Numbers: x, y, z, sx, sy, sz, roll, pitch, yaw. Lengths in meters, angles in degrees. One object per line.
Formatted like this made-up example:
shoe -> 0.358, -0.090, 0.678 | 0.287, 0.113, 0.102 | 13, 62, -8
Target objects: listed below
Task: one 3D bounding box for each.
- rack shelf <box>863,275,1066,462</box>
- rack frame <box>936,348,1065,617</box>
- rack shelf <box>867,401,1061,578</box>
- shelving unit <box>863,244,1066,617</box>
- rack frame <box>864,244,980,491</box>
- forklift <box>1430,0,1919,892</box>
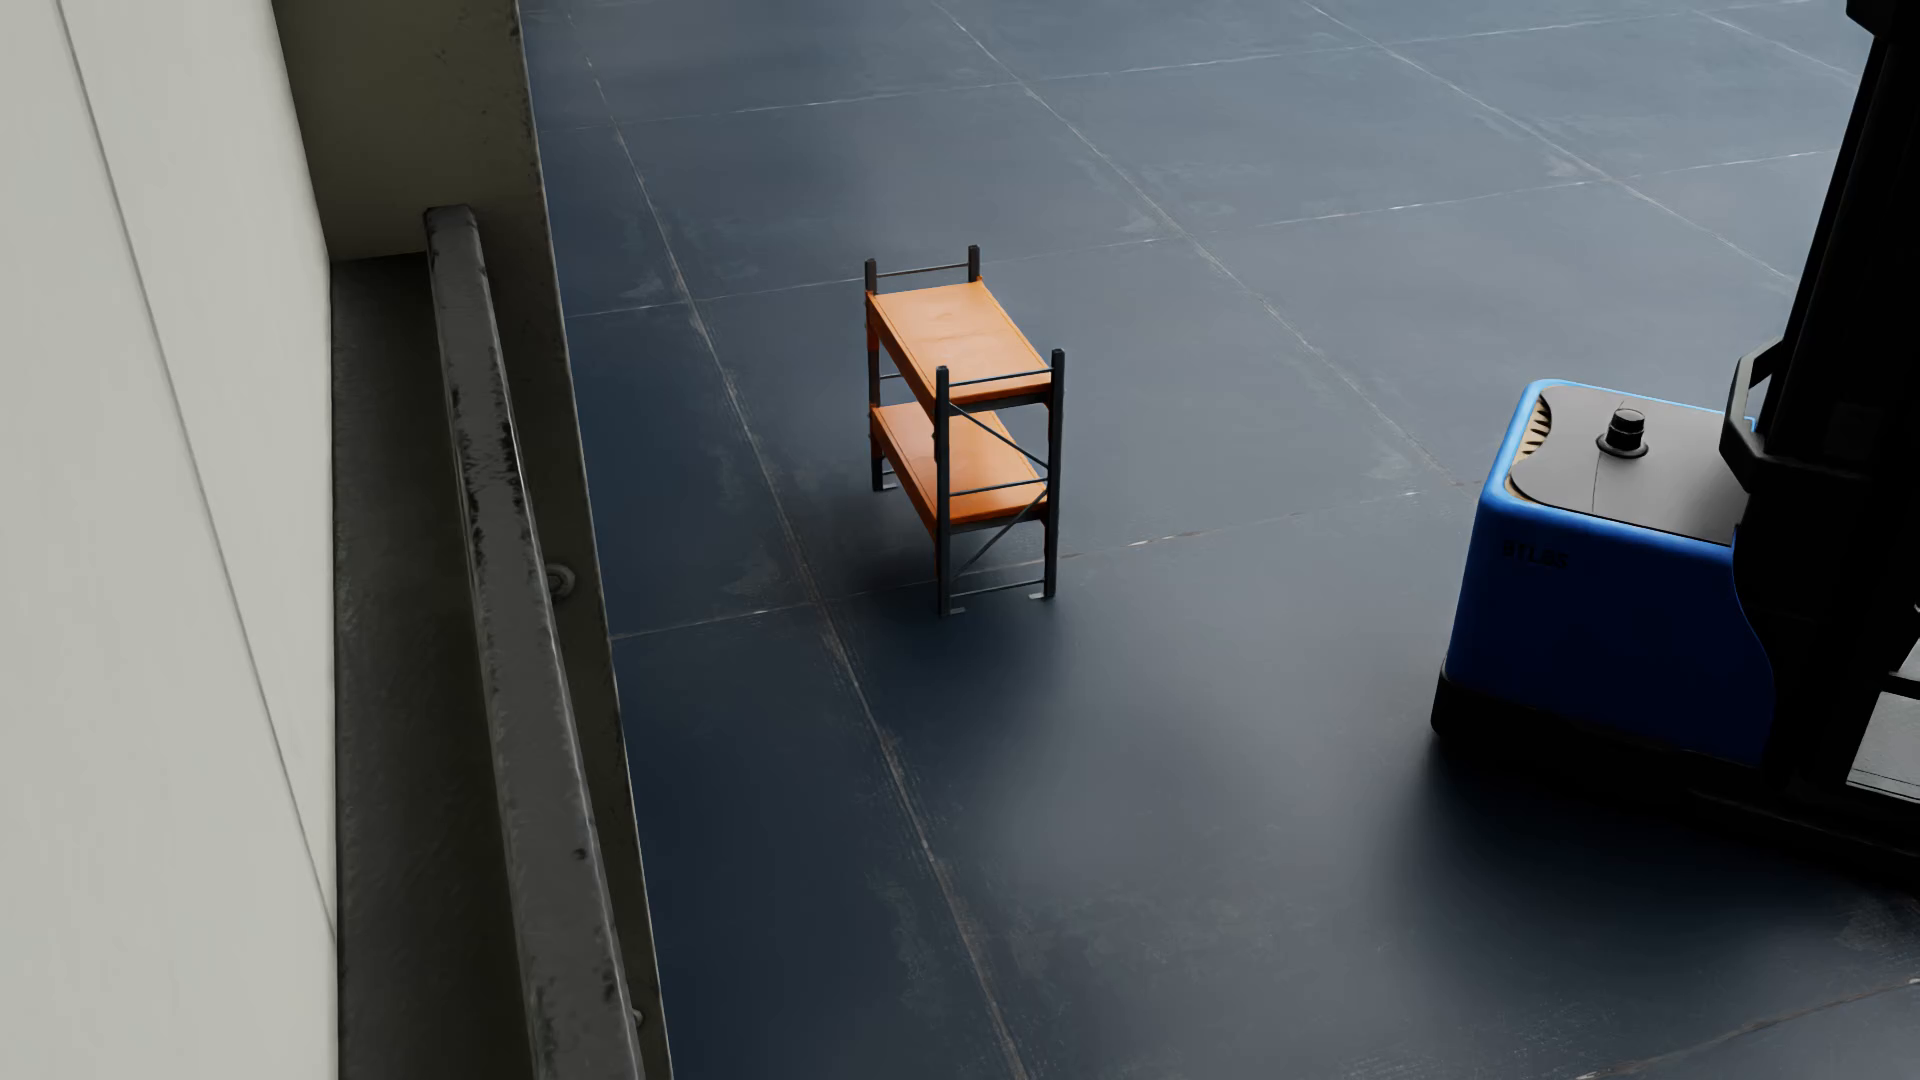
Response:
rack shelf -> -0.002, -0.717, 6.746 | 0.538, 0.278, 1.000 | -10, 35, -15
rack frame -> 0.153, -0.206, 6.504 | 0.500, 1.125, 0.032 | -10, 35, -15
rack shelf -> -0.002, -0.269, 7.043 | 0.538, 0.278, 1.000 | -10, 35, -15
shelving unit -> -0.002, -0.473, 6.908 | 0.538, 1.125, 1.048 | -10, 35, -15
rack frame -> -0.157, -0.740, 7.312 | 0.500, 1.125, 0.032 | -10, 35, -15
forklift -> 3.273, -0.356, 5.093 | 3.031, 2.935, 1.130 | 15, 36, 21
